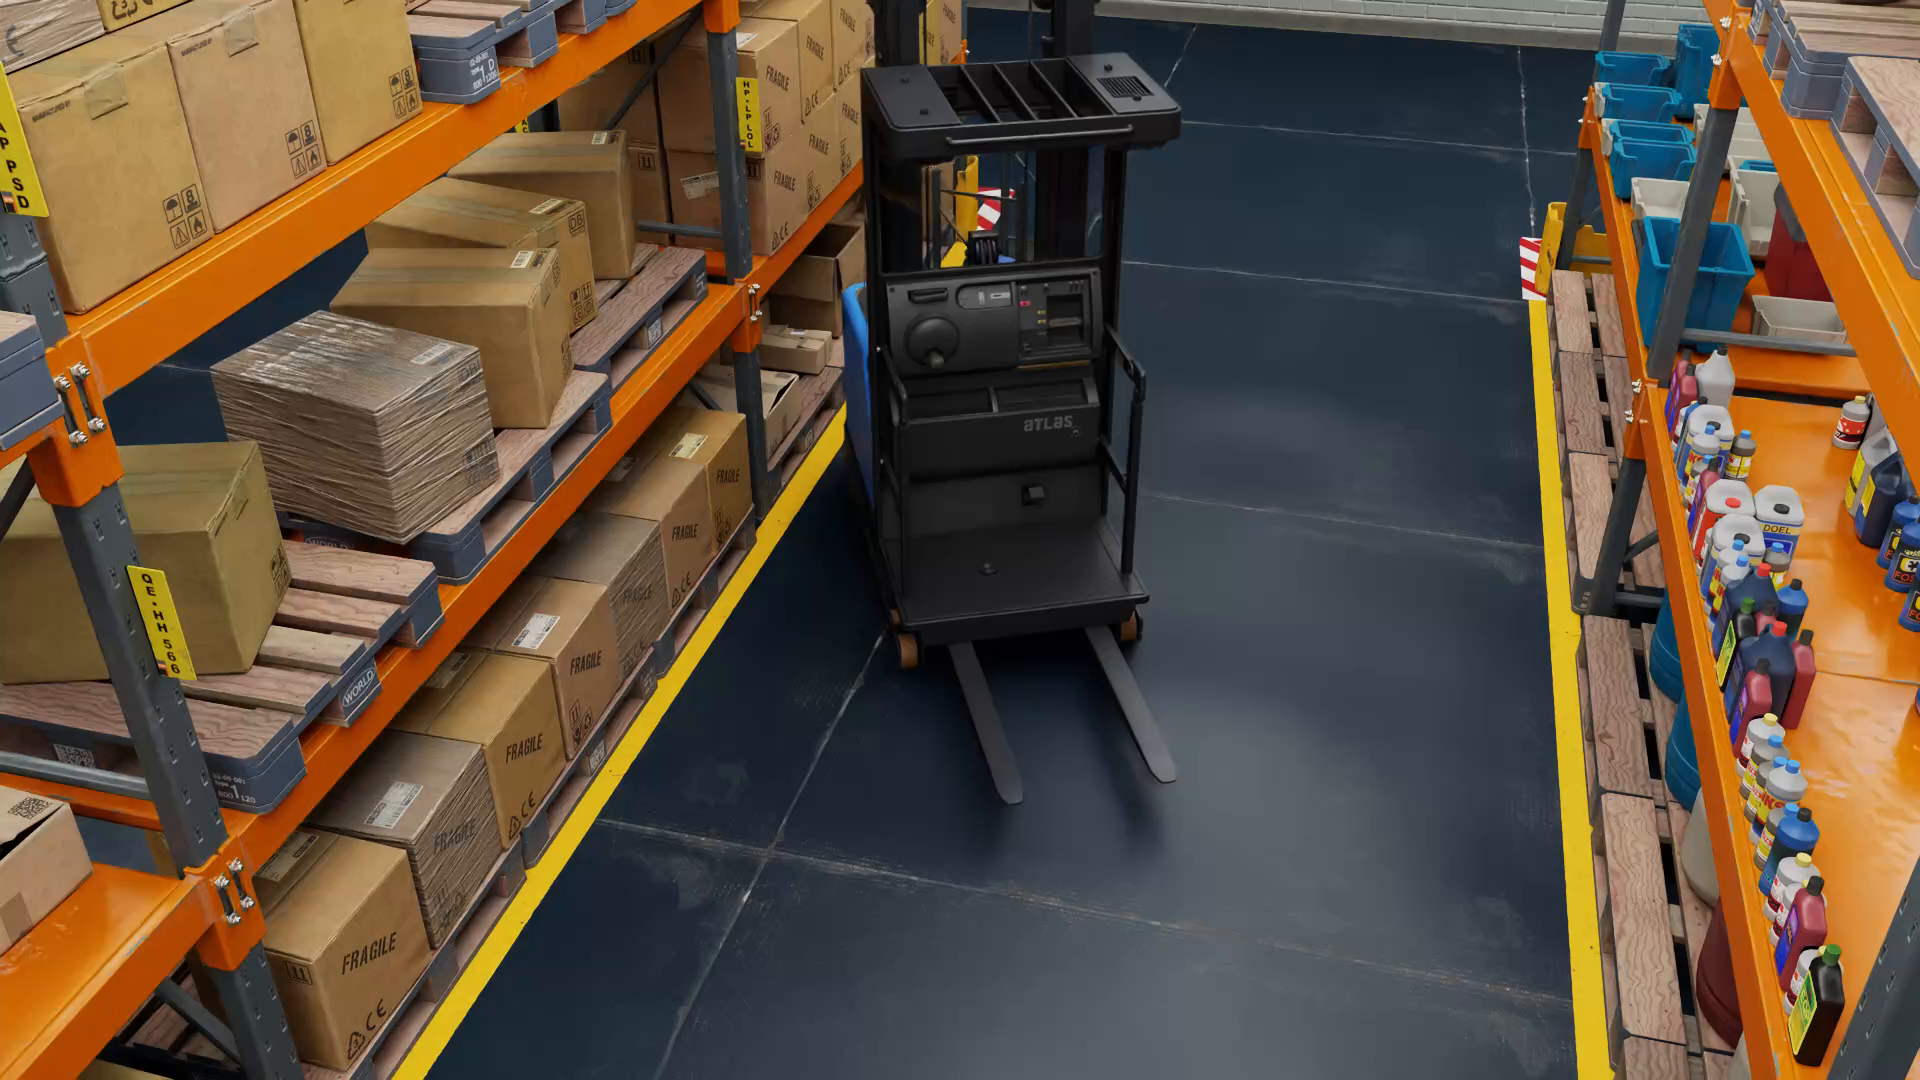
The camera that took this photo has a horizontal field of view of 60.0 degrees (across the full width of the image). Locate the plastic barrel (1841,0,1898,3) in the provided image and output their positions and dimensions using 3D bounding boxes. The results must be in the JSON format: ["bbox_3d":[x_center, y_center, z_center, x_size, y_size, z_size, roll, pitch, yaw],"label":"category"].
[{"bbox_3d":[2.948,-2.040,5.349,0.433,0.535,0.433,0,32,0],"label":"plastic barrel"}]

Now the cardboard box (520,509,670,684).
[{"bbox_3d":[-1.575,0.225,7.020,0.500,0.500,0.500,8,33,13],"label":"cardboard box"}]

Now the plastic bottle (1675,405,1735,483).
[{"bbox_3d":[2.745,-0.348,6.117,0.152,0.276,0.135,8,33,12],"label":"plastic bottle"}]

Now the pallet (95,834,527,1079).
[{"bbox_3d":[-2.255,1.415,5.827,1.003,0.211,1.213,8,33,12],"label":"pallet"}]

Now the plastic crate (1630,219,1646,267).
[{"bbox_3d":[3.348,-1.305,7.708,0.437,0.125,0.590,8,33,12],"label":"plastic crate"}]

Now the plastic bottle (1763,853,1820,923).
[{"bbox_3d":[2.129,0.885,4.247,0.097,0.201,0.097,0,32,0],"label":"plastic bottle"}]

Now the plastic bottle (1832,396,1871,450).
[{"bbox_3d":[3.412,-0.454,6.353,0.097,0.201,0.097,0,32,0],"label":"plastic bottle"}]

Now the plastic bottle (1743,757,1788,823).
[{"bbox_3d":[2.228,0.683,4.565,0.097,0.201,0.097,0,32,0],"label":"plastic bottle"}]

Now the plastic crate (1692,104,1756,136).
[{"bbox_3d":[4.308,-2.321,9.294,0.396,0.136,0.243,8,33,12],"label":"plastic crate"}]

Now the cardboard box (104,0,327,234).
[{"bbox_3d":[-2.274,-1.183,4.426,0.910,0.500,0.500,8,33,12],"label":"cardboard box"}]

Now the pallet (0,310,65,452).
[{"bbox_3d":[-2.567,-0.201,3.151,1.213,0.211,1.003,10,34,15],"label":"pallet"}]

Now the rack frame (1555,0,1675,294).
[{"bbox_3d":[4.339,-2.854,9.944,1.000,3.000,0.127,8,33,12],"label":"rack frame"}]

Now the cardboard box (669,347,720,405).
[{"bbox_3d":[-1.596,-0.920,8.821,0.500,0.500,0.500,8,33,12],"label":"cardboard box"}]

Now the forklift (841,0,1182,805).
[{"bbox_3d":[0.198,-0.884,6.908,1.130,2.935,3.031,-6,33,-10],"label":"forklift"}]

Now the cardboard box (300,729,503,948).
[{"bbox_3d":[-1.962,1.020,5.769,0.500,0.500,0.500,7,33,11],"label":"cardboard box"}]

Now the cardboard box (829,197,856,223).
[{"bbox_3d":[-0.990,-2.053,10.836,0.500,0.250,0.500,8,33,12],"label":"cardboard box"}]

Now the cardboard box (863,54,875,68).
[{"bbox_3d":[-0.690,-2.514,9.316,0.500,0.500,0.500,8,33,12],"label":"cardboard box"}]

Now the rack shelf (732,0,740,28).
[{"bbox_3d":[-0.958,-3.455,8.764,1.077,0.370,4.000,8,33,12],"label":"rack shelf"}]

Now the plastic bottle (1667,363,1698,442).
[{"bbox_3d":[2.785,-0.528,6.393,0.061,0.283,0.133,8,33,12],"label":"plastic bottle"}]

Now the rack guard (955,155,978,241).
[{"bbox_3d":[-0.470,-2.436,11.617,1.175,0.500,0.348,8,33,12],"label":"rack guard"}]

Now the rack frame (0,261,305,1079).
[{"bbox_3d":[-2.481,0.621,4.478,1.000,3.000,0.127,8,33,12],"label":"rack frame"}]

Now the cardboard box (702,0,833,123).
[{"bbox_3d":[-0.944,-2.393,8.193,0.500,0.500,0.500,7,33,11],"label":"cardboard box"}]

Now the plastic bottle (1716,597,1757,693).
[{"bbox_3d":[2.370,0.320,5.060,0.061,0.283,0.133,8,33,12],"label":"plastic bottle"}]

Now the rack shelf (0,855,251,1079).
[{"bbox_3d":[-2.989,1.962,3.038,1.077,0.370,4.000,8,33,12],"label":"rack shelf"}]

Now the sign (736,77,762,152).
[{"bbox_3d":[-0.928,-1.870,7.316,0.100,0.325,0.005,8,33,12],"label":"sign"}]

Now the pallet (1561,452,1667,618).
[{"bbox_3d":[3.473,0.011,8.036,1.003,0.211,1.213,8,33,12],"label":"pallet"}]

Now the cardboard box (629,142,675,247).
[{"bbox_3d":[-1.587,-1.792,8.179,0.500,0.500,0.500,9,33,13],"label":"cardboard box"}]

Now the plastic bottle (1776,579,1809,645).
[{"bbox_3d":[2.579,0.242,5.194,0.097,0.271,0.097,0,32,0],"label":"plastic bottle"}]

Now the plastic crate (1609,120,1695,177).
[{"bbox_3d":[3.624,-2.043,8.767,0.416,0.233,0.300,8,33,12],"label":"plastic crate"}]

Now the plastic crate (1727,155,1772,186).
[{"bbox_3d":[4.116,-1.868,8.583,0.298,0.136,0.250,8,33,12],"label":"plastic crate"}]

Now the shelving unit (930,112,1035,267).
[{"bbox_3d":[0.278,-1.447,9.128,0.538,1.500,1.048,12,34,18],"label":"shelving unit"}]

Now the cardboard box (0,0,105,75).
[{"bbox_3d":[-2.364,-1.335,3.733,0.500,0.500,0.500,8,33,12],"label":"cardboard box"}]

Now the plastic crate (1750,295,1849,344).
[{"bbox_3d":[3.581,-0.915,7.083,0.396,0.136,0.243,8,33,12],"label":"plastic crate"}]

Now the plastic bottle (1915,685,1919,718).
[{"bbox_3d":[2.947,0.384,4.895,0.144,0.351,0.185,8,33,12],"label":"plastic bottle"}]

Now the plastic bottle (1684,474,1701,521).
[{"bbox_3d":[2.640,-0.159,5.890,0.097,0.201,0.097,0,32,0],"label":"plastic bottle"}]

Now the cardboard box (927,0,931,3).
[{"bbox_3d":[-0.425,-3.464,9.878,0.500,0.500,0.500,9,34,14],"label":"cardboard box"}]

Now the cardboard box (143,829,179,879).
[{"bbox_3d":[-2.471,0.973,5.844,0.500,0.500,0.500,9,34,14],"label":"cardboard box"}]

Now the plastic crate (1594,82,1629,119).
[{"bbox_3d":[3.797,-2.530,9.624,0.250,0.136,0.298,8,33,12],"label":"plastic crate"}]

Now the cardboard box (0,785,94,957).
[{"bbox_3d":[-2.616,0.841,4.214,0.500,0.311,0.500,10,34,15],"label":"cardboard box"}]

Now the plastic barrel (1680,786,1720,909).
[{"bbox_3d":[2.760,1.022,5.774,0.421,0.512,0.421,0,32,0],"label":"plastic barrel"}]

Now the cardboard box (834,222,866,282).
[{"bbox_3d":[-0.621,-1.751,10.362,0.500,0.250,0.500,8,33,12],"label":"cardboard box"}]

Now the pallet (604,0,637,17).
[{"bbox_3d":[-1.699,-2.313,6.471,1.213,0.211,1.003,8,33,12],"label":"pallet"}]

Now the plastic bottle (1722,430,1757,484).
[{"bbox_3d":[2.871,-0.309,6.126,0.097,0.201,0.097,0,32,0],"label":"plastic bottle"}]

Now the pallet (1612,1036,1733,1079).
[{"bbox_3d":[2.469,2.059,4.814,1.003,0.211,1.213,8,33,12],"label":"pallet"}]

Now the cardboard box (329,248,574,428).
[{"bbox_3d":[-1.855,-0.749,6.148,0.700,0.500,0.500,0,32,0],"label":"cardboard box"}]

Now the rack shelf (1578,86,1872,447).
[{"bbox_3d":[3.832,-1.513,8.505,1.077,0.370,4.000,8,33,12],"label":"rack shelf"}]

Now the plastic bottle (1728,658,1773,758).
[{"bbox_3d":[2.289,0.485,4.800,0.061,0.283,0.133,8,33,12],"label":"plastic bottle"}]

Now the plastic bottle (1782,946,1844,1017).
[{"bbox_3d":[2.046,1.055,3.979,0.097,0.201,0.097,0,32,0],"label":"plastic bottle"}]

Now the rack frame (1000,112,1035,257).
[{"bbox_3d":[0.468,-1.700,9.526,0.500,1.500,0.032,12,34,18],"label":"rack frame"}]

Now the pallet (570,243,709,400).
[{"bbox_3d":[-1.774,-0.974,7.165,1.003,0.211,1.213,8,33,12],"label":"pallet"}]

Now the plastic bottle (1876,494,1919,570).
[{"bbox_3d":[3.191,-0.032,5.624,0.097,0.271,0.097,0,32,0],"label":"plastic bottle"}]

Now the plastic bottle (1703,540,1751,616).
[{"bbox_3d":[2.489,0.121,5.383,0.097,0.271,0.097,0,32,0],"label":"plastic bottle"}]

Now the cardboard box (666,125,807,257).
[{"bbox_3d":[-1.073,-1.725,8.074,0.500,0.500,0.500,9,34,14],"label":"cardboard box"}]

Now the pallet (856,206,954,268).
[{"bbox_3d":[-0.672,-1.901,11.043,1.003,0.211,1.213,8,33,12],"label":"pallet"}]
